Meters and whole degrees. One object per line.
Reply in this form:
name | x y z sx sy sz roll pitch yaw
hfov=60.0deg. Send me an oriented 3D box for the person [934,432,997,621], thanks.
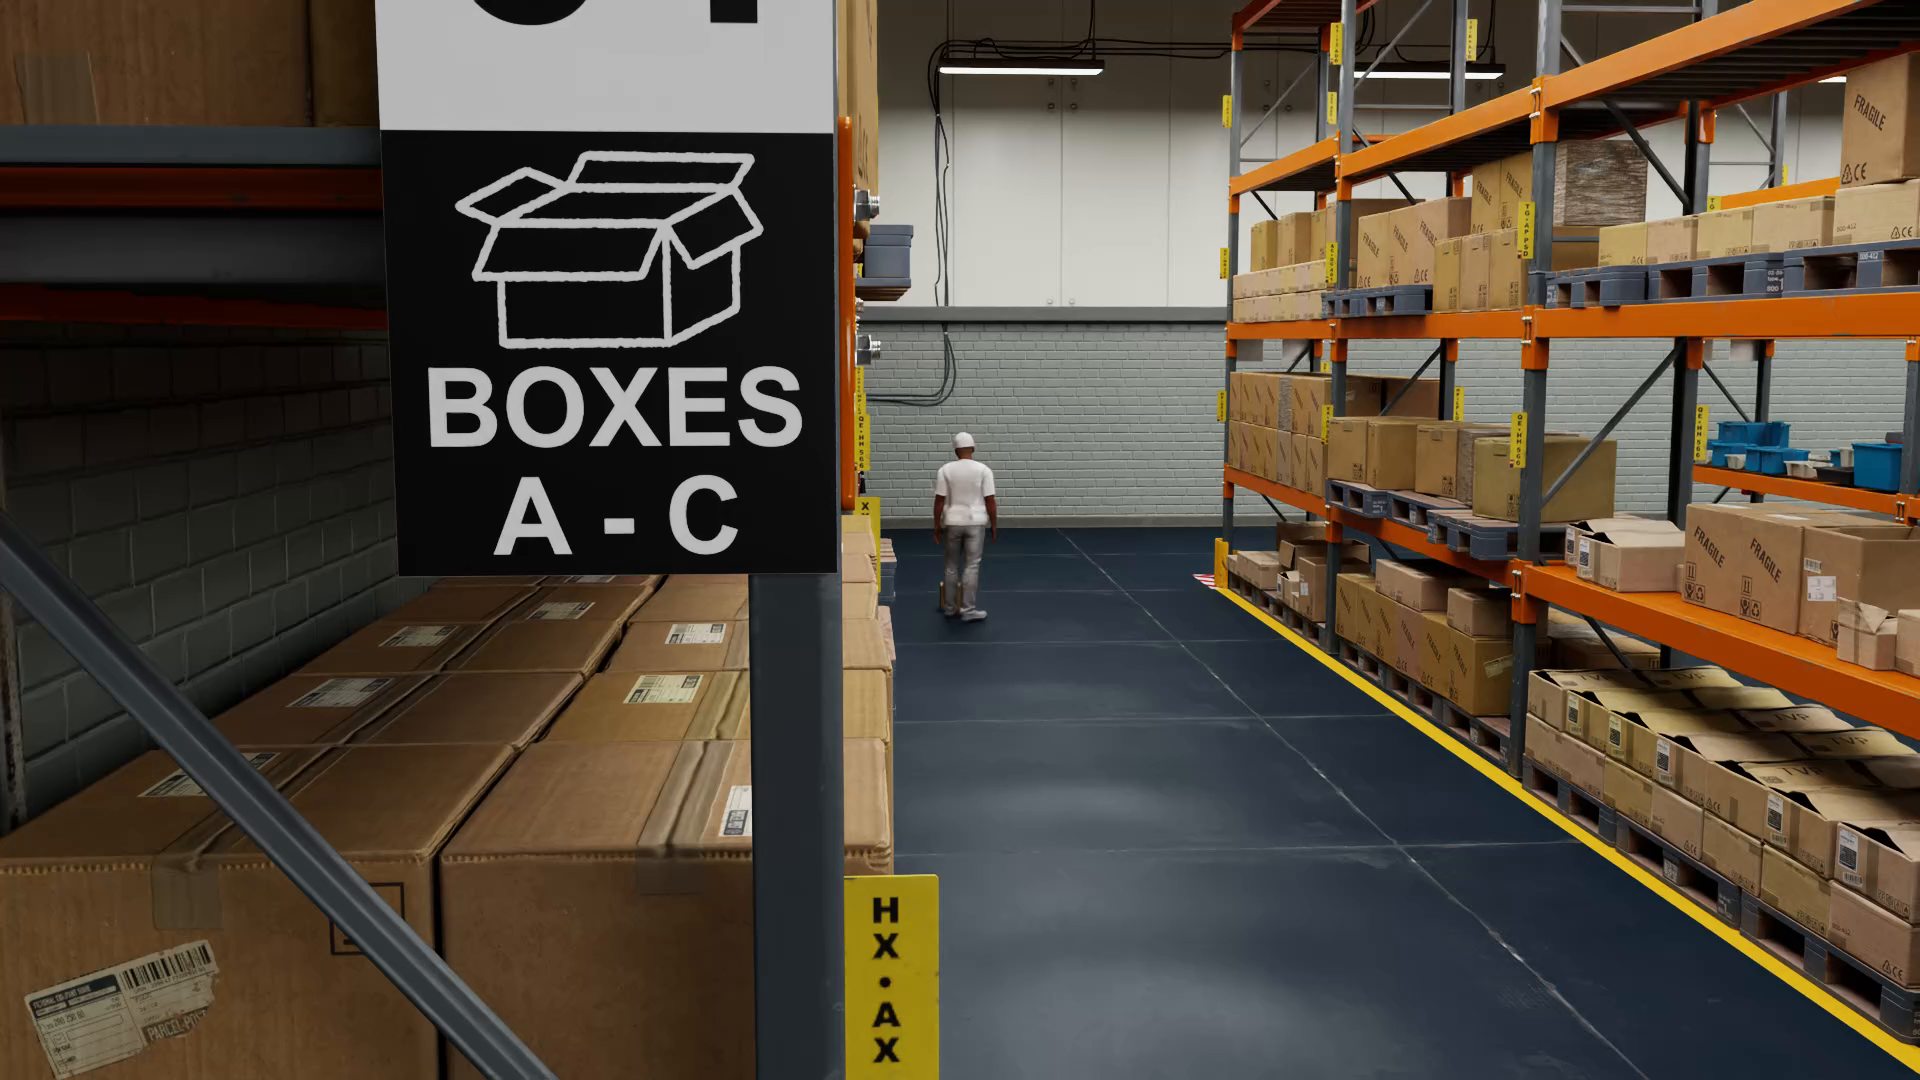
person | 0.069 -0.144 15.748 0.592 1.758 0.600 2 7 13
